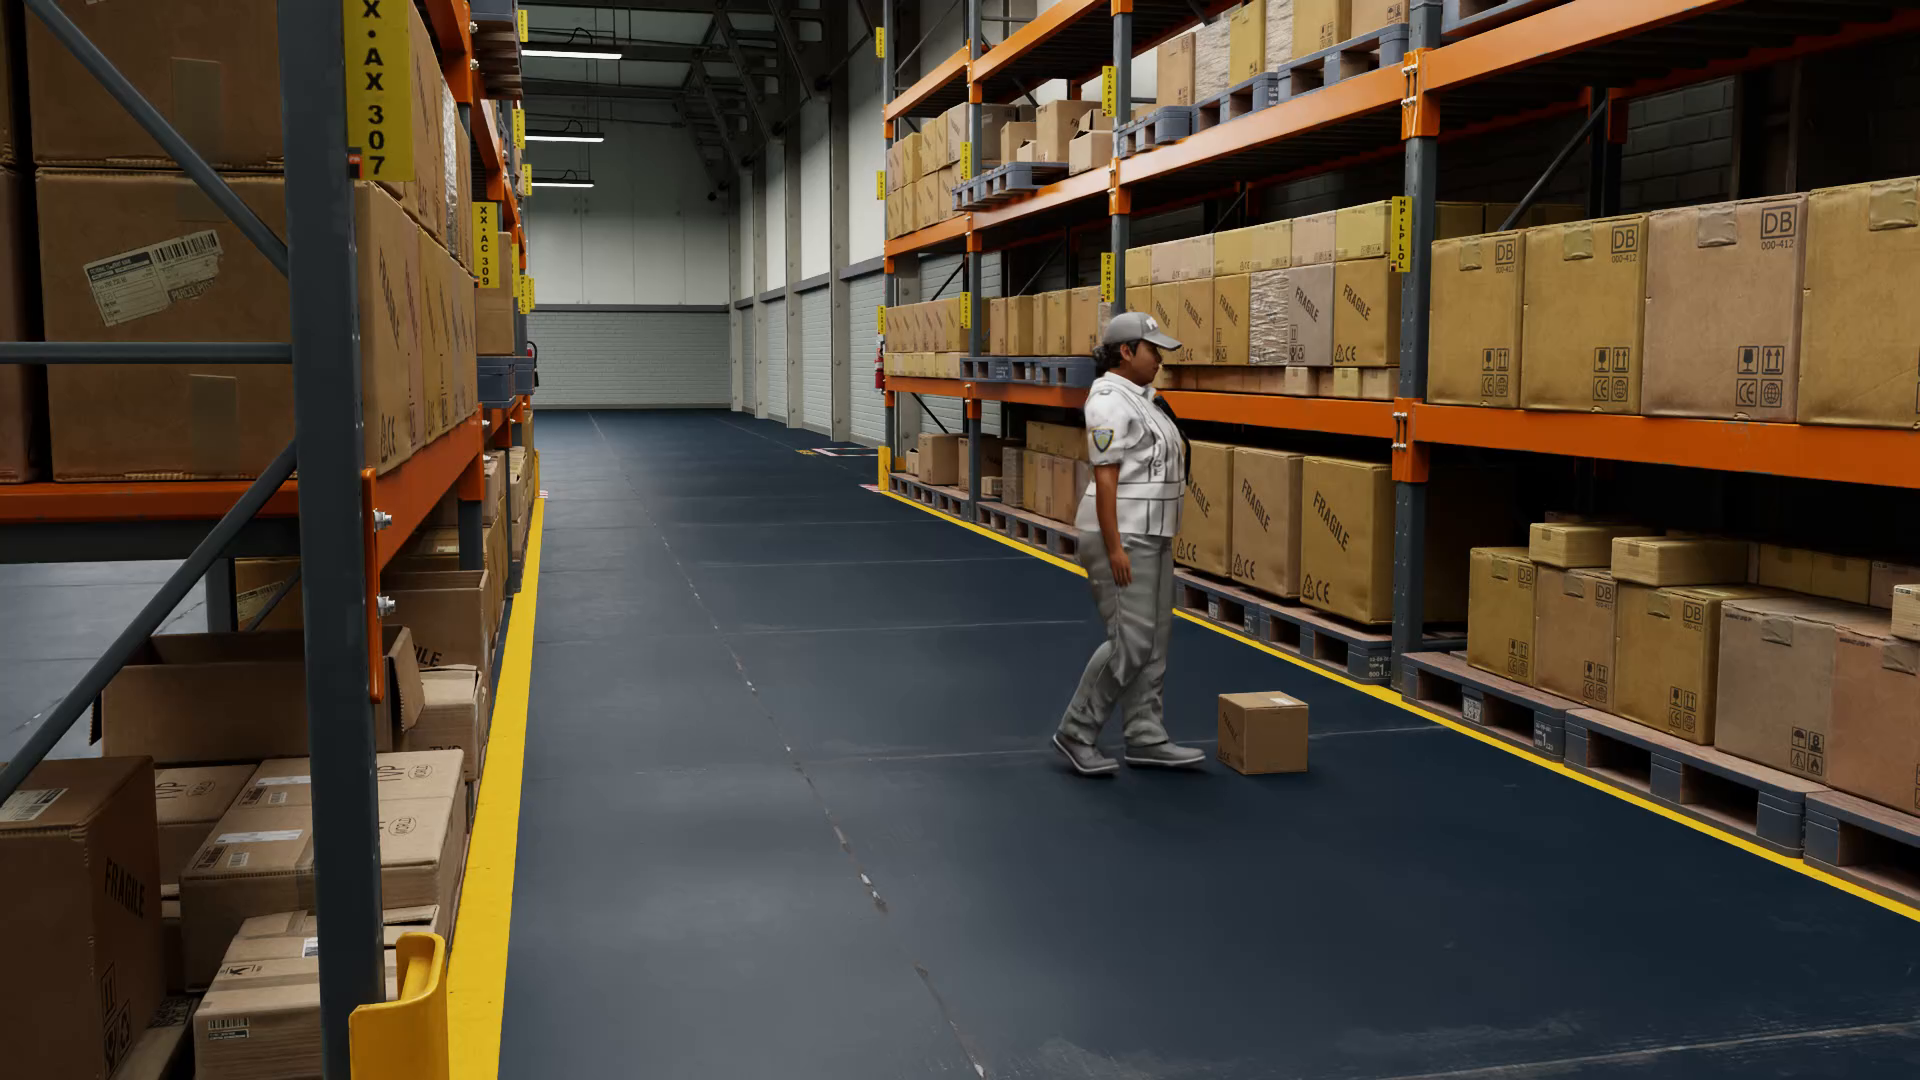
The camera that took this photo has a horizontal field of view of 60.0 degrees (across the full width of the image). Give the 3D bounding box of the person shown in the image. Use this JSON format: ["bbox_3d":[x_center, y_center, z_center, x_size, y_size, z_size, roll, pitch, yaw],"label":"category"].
[{"bbox_3d":[0.627,0.005,6.036,0.537,1.657,0.499,2,7,20],"label":"person"}]
